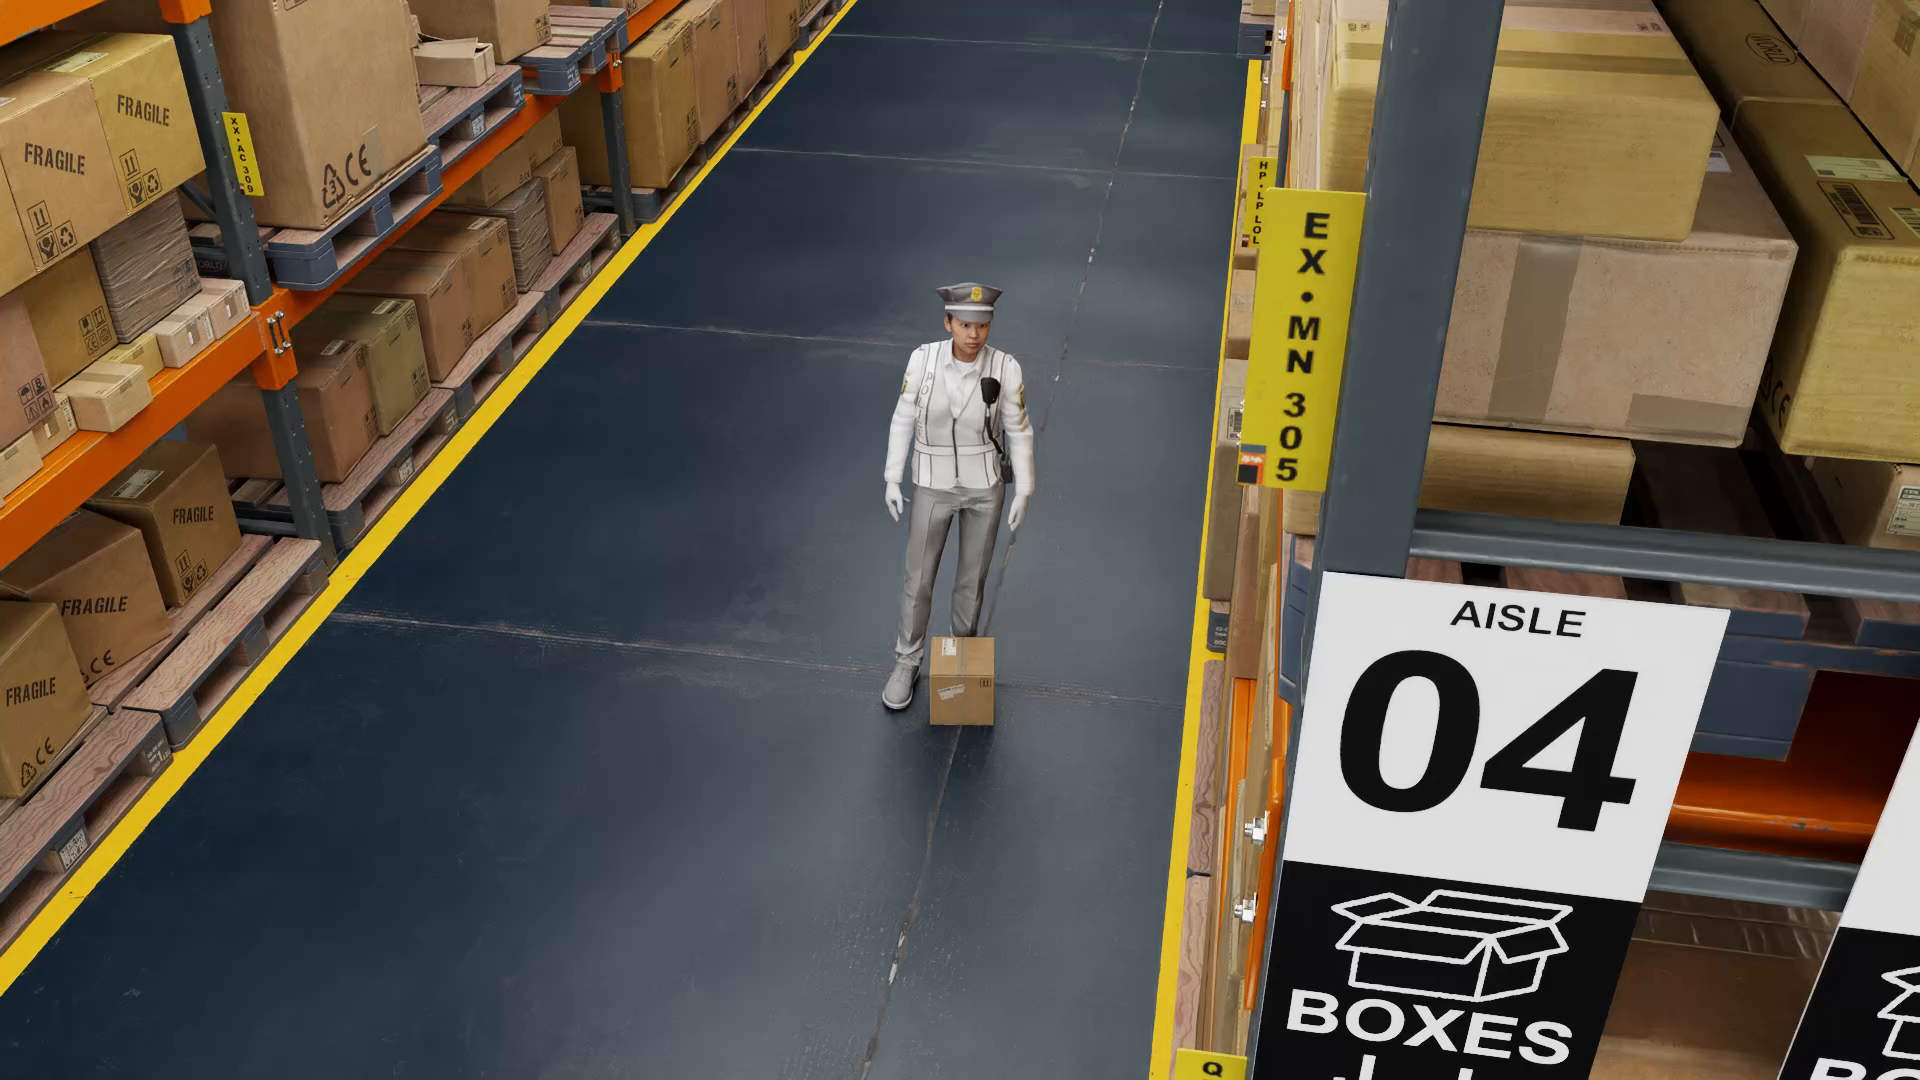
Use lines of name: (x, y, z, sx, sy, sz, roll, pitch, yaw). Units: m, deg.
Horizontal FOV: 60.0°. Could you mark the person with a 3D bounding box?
person: (-0.008, -0.169, 6.357, 0.587, 1.693, 0.534, 2, 33, 2)
